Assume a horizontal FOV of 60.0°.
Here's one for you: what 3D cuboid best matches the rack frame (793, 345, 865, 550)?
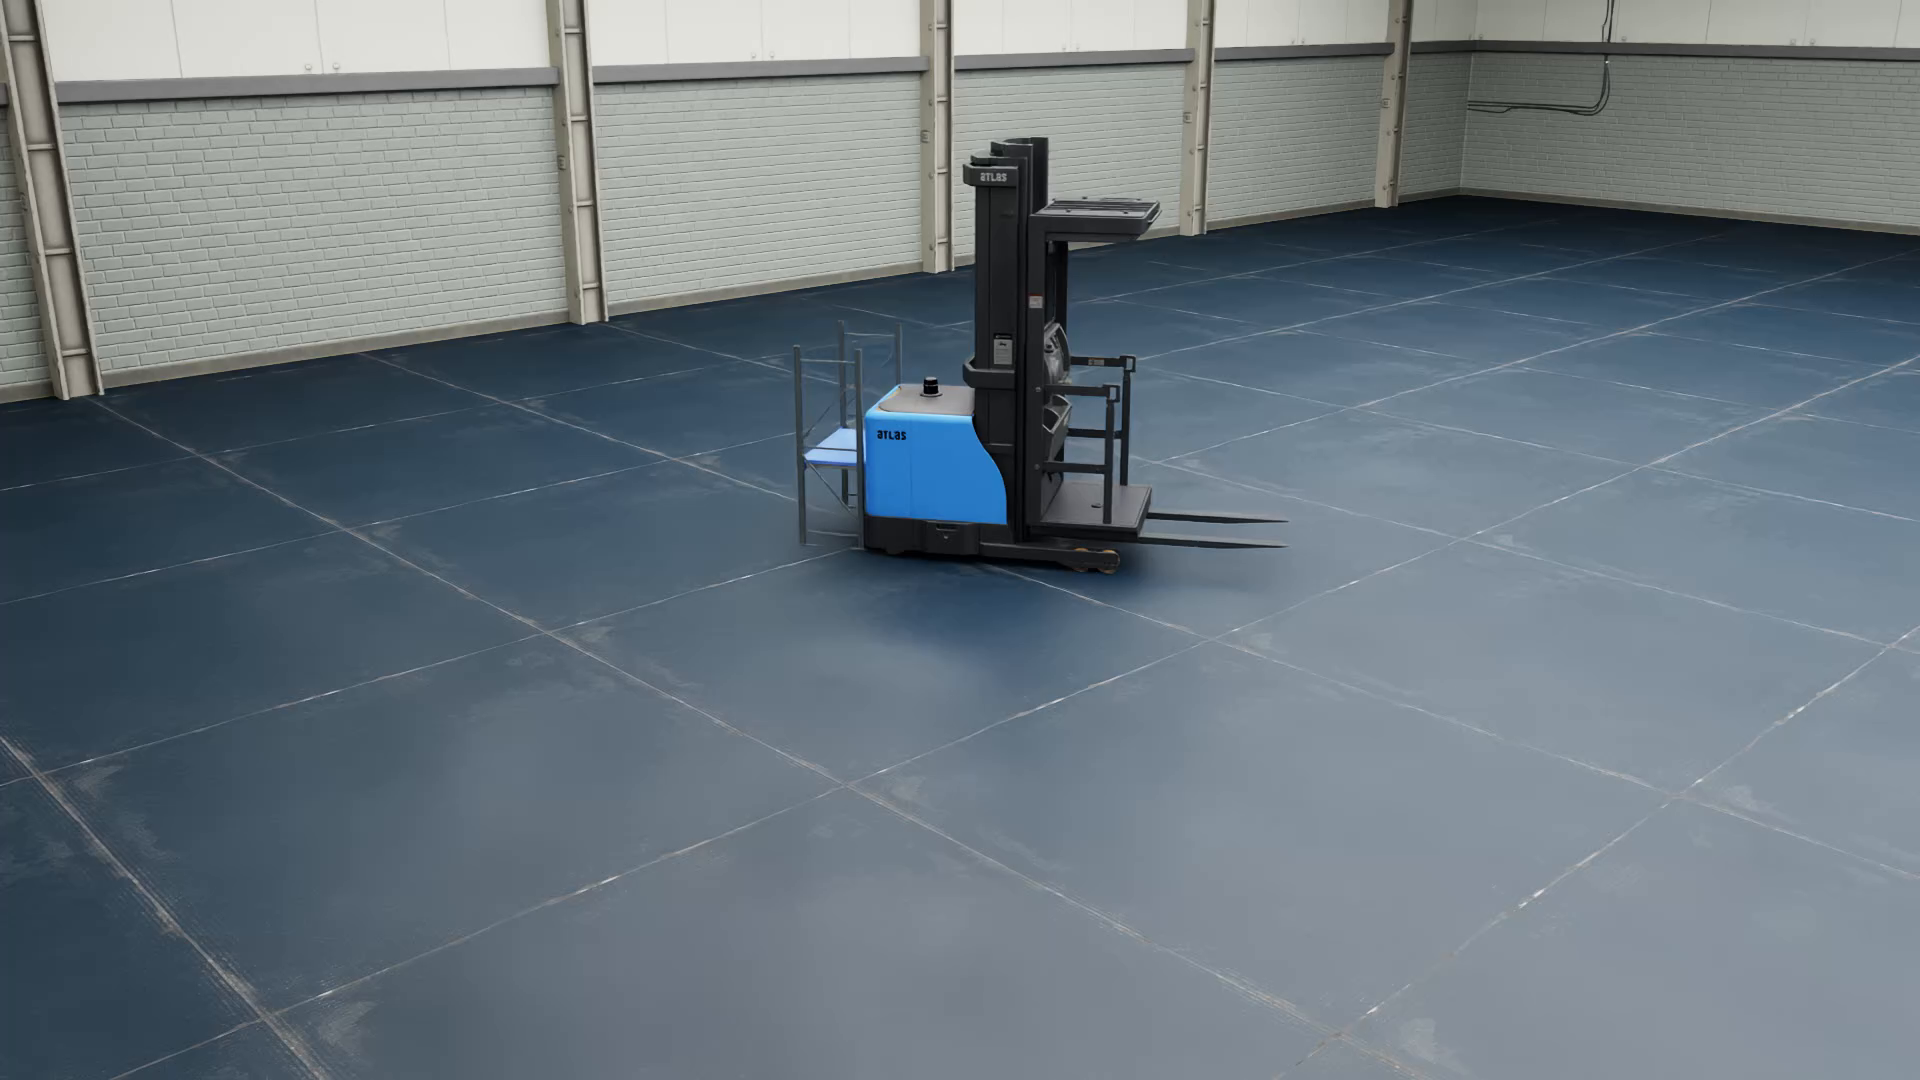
[{"bbox_3d":[-0.946,-0.660,12.088,0.500,1.500,0.032,4,18,13],"label":"rack frame"}]

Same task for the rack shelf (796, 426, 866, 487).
[{"bbox_3d":[-0.821,-0.641,12.613,0.538,0.185,1.000,4,18,13],"label":"rack shelf"}]

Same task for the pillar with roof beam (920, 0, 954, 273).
[{"bbox_3d":[2.627,-7.351,20.568,0.400,9.000,9.100,-16,24,-41],"label":"pillar with roof beam"}]

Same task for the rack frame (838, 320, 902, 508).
[{"bbox_3d":[-0.697,-0.964,13.026,0.500,1.500,0.032,4,18,13],"label":"rack frame"}]

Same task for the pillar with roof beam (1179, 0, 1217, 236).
[{"bbox_3d":[6.987,-8.623,24.489,0.400,9.000,9.100,-16,24,-41],"label":"pillar with roof beam"}]

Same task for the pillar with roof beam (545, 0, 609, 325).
[{"bbox_3d":[-1.732,-6.080,16.647,0.400,9.000,9.100,-16,24,-41],"label":"pillar with roof beam"}]

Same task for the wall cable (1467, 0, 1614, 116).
[{"bbox_3d":[11.438,-9.710,32.877,0.112,2.526,3.097,-16,24,-41],"label":"wall cable"}]

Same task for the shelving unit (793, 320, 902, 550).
[{"bbox_3d":[-0.821,-0.812,12.557,0.538,1.500,1.048,4,18,13],"label":"shelving unit"}]

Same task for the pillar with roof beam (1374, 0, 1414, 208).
[{"bbox_3d":[11.347,-9.894,28.411,0.400,9.000,9.100,-16,24,-41],"label":"pillar with roof beam"}]

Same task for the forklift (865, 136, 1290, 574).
[{"bbox_3d":[0.877,-1.336,11.854,3.031,2.935,1.130,4,18,11],"label":"forklift"}]

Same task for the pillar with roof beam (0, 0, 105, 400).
[{"bbox_3d":[-6.092,-4.809,12.725,0.400,9.000,9.100,-16,24,-41],"label":"pillar with roof beam"}]
